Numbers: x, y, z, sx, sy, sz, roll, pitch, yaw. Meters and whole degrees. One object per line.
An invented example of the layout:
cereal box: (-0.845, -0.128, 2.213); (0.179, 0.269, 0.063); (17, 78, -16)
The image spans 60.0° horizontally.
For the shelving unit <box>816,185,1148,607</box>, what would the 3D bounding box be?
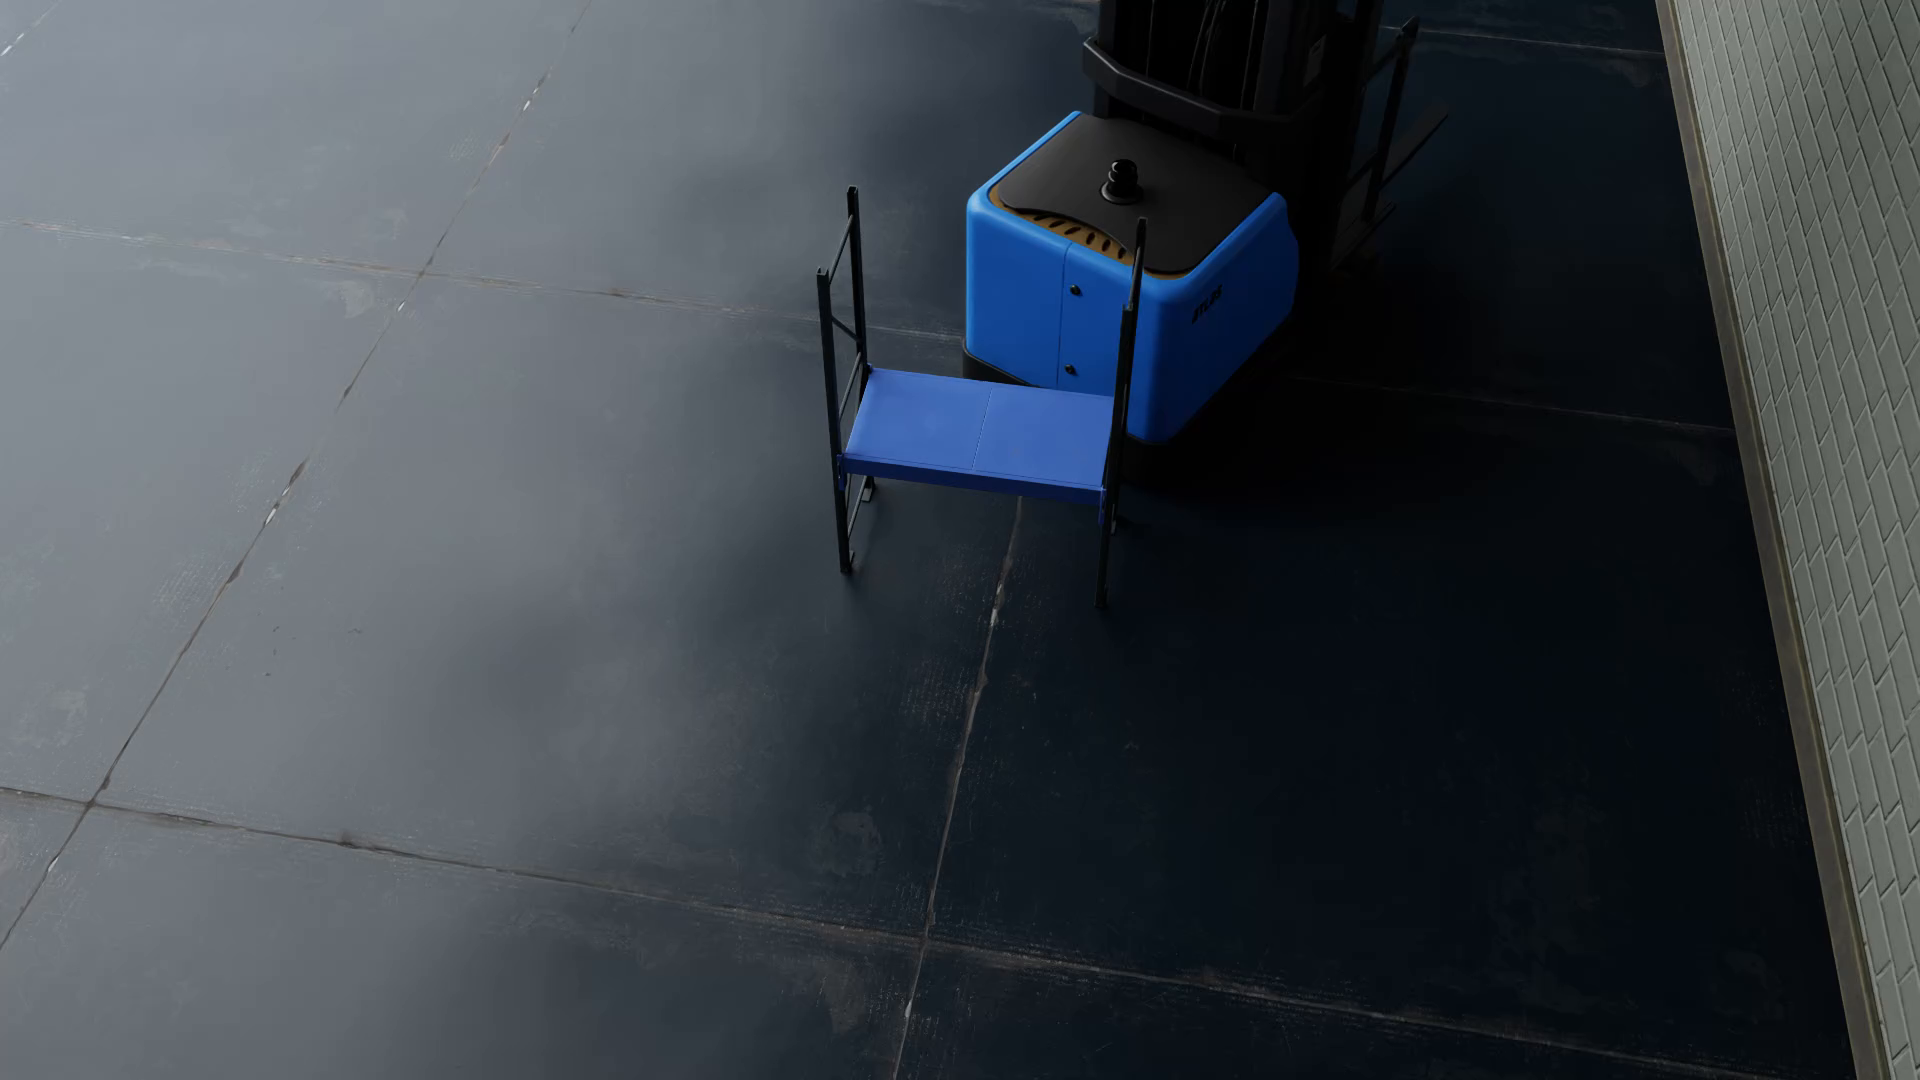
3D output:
shelving unit: (0.084, -0.490, 6.154); (1.048, 1.500, 0.538); (8, 49, 7)

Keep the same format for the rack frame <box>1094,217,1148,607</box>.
rack frame: (0.584, -0.423, 6.094); (0.032, 1.500, 0.500); (8, 49, 7)

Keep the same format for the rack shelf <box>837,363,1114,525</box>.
rack shelf: (0.084, -0.370, 6.288); (1.000, 0.185, 0.538); (8, 49, 7)

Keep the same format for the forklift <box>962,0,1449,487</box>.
forklift: (1.294, -2.254, 6.777); (1.130, 2.935, 3.031); (29, 54, 24)

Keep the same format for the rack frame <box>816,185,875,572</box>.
rack frame: (-0.416, -0.557, 6.214); (0.032, 1.500, 0.500); (8, 49, 7)
